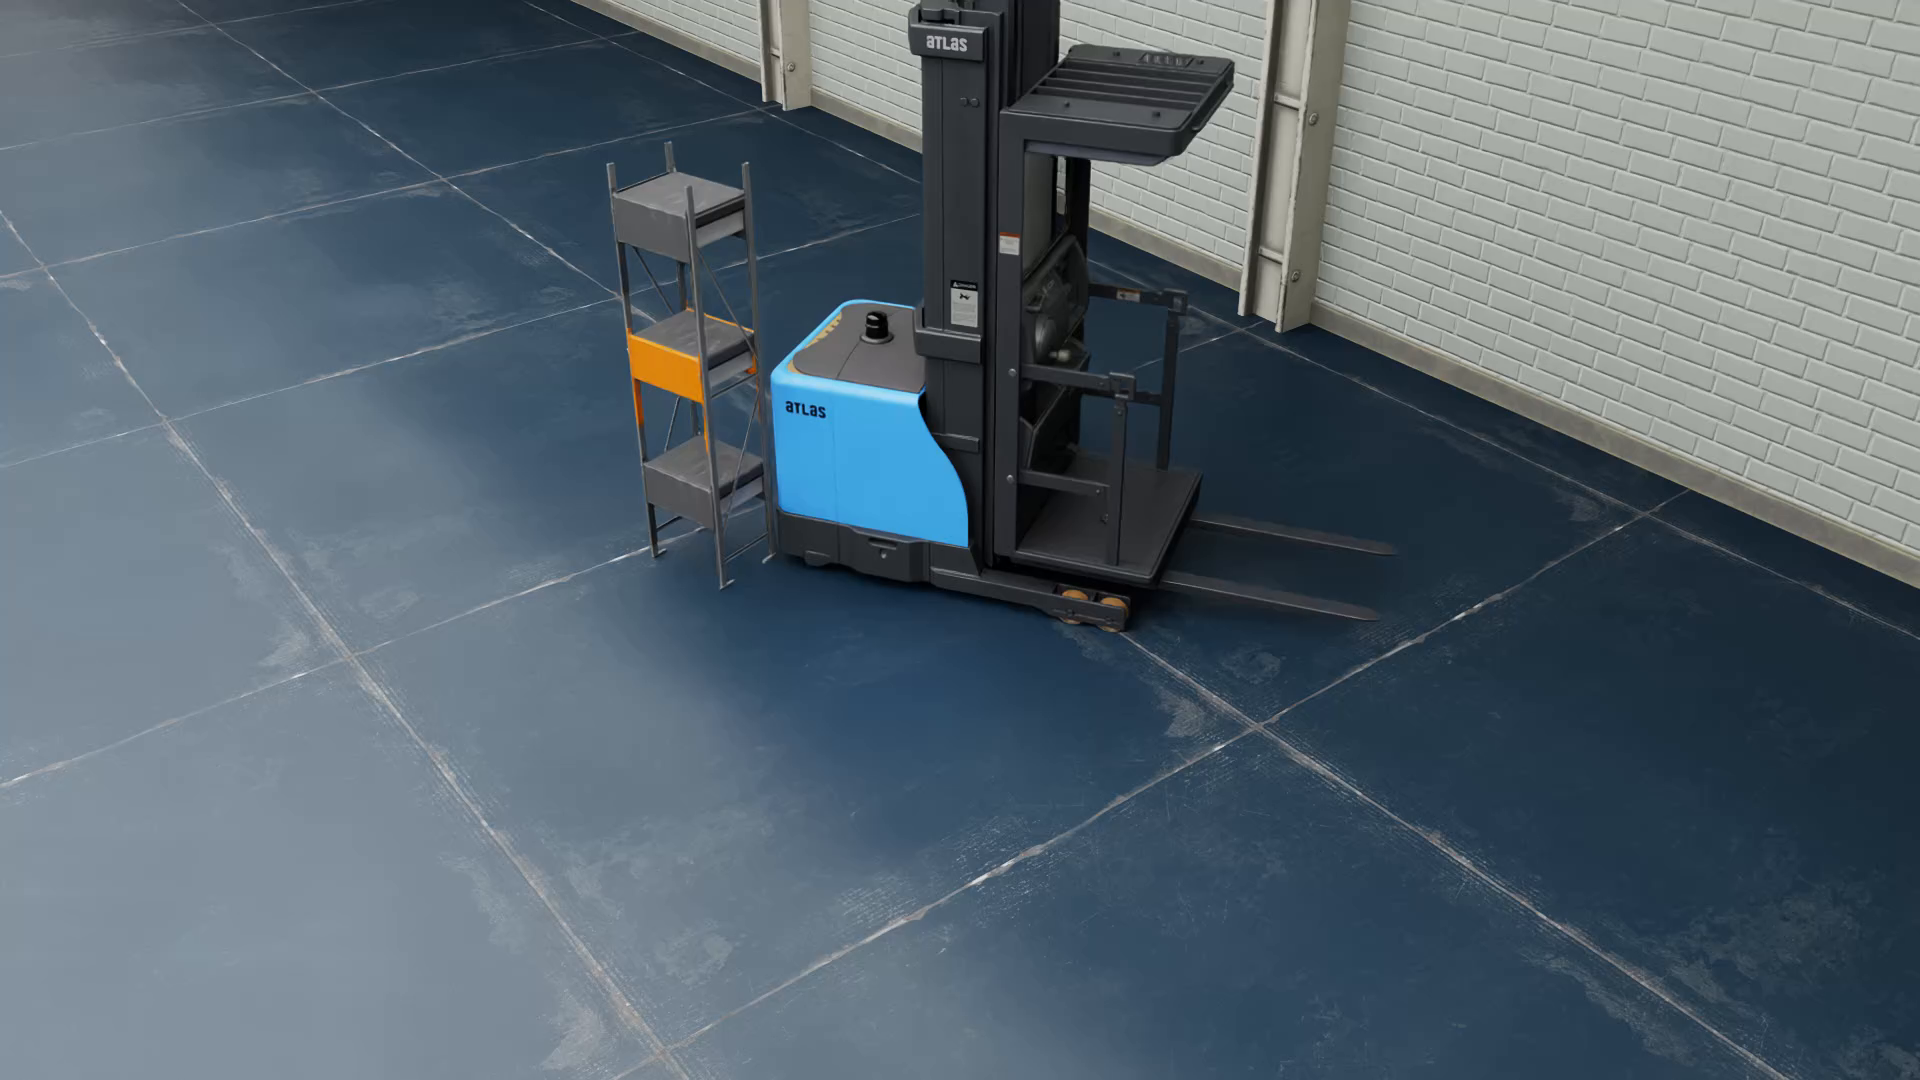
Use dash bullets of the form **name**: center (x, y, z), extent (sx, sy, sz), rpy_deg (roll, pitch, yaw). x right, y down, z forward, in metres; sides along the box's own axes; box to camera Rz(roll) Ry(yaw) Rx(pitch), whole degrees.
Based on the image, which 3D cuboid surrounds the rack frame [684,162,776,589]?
- **rack frame**: center (-1.078, -0.731, 7.936), extent (0.015, 2.100, 0.400), rpy_deg (21, 38, 30)

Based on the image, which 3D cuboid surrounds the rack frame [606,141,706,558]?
- **rack frame**: center (-1.469, -0.884, 8.184), extent (0.015, 2.100, 0.400), rpy_deg (21, 38, 30)

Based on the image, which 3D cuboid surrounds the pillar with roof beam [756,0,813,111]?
- **pillar with roof beam**: center (-4.969, -6.424, 10.565), extent (9.100, 9.000, 0.400), rpy_deg (-22, 38, -31)

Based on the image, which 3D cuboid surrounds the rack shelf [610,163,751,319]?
- **rack shelf**: center (-1.274, -1.391, 7.698), extent (0.480, 0.518, 0.431), rpy_deg (21, 38, 30)

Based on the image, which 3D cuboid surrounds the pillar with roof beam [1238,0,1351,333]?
- **pillar with roof beam**: center (-1.290, -3.924, 6.539), extent (9.100, 9.000, 0.400), rpy_deg (-22, 38, -31)

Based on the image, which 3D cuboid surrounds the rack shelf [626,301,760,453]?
- **rack shelf**: center (-1.274, -0.796, 8.067), extent (0.480, 0.518, 0.431), rpy_deg (21, 38, 30)

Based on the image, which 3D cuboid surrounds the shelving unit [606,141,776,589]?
- **shelving unit**: center (-1.274, -0.807, 8.060), extent (0.503, 2.100, 0.431), rpy_deg (21, 38, 30)

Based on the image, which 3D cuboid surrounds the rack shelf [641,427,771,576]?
- **rack shelf**: center (-1.274, -0.201, 8.437), extent (0.480, 0.518, 0.431), rpy_deg (21, 38, 30)

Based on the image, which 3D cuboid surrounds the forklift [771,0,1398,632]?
- **forklift**: center (0.638, -1.117, 7.771), extent (3.031, 2.935, 1.130), rpy_deg (11, 33, 17)
